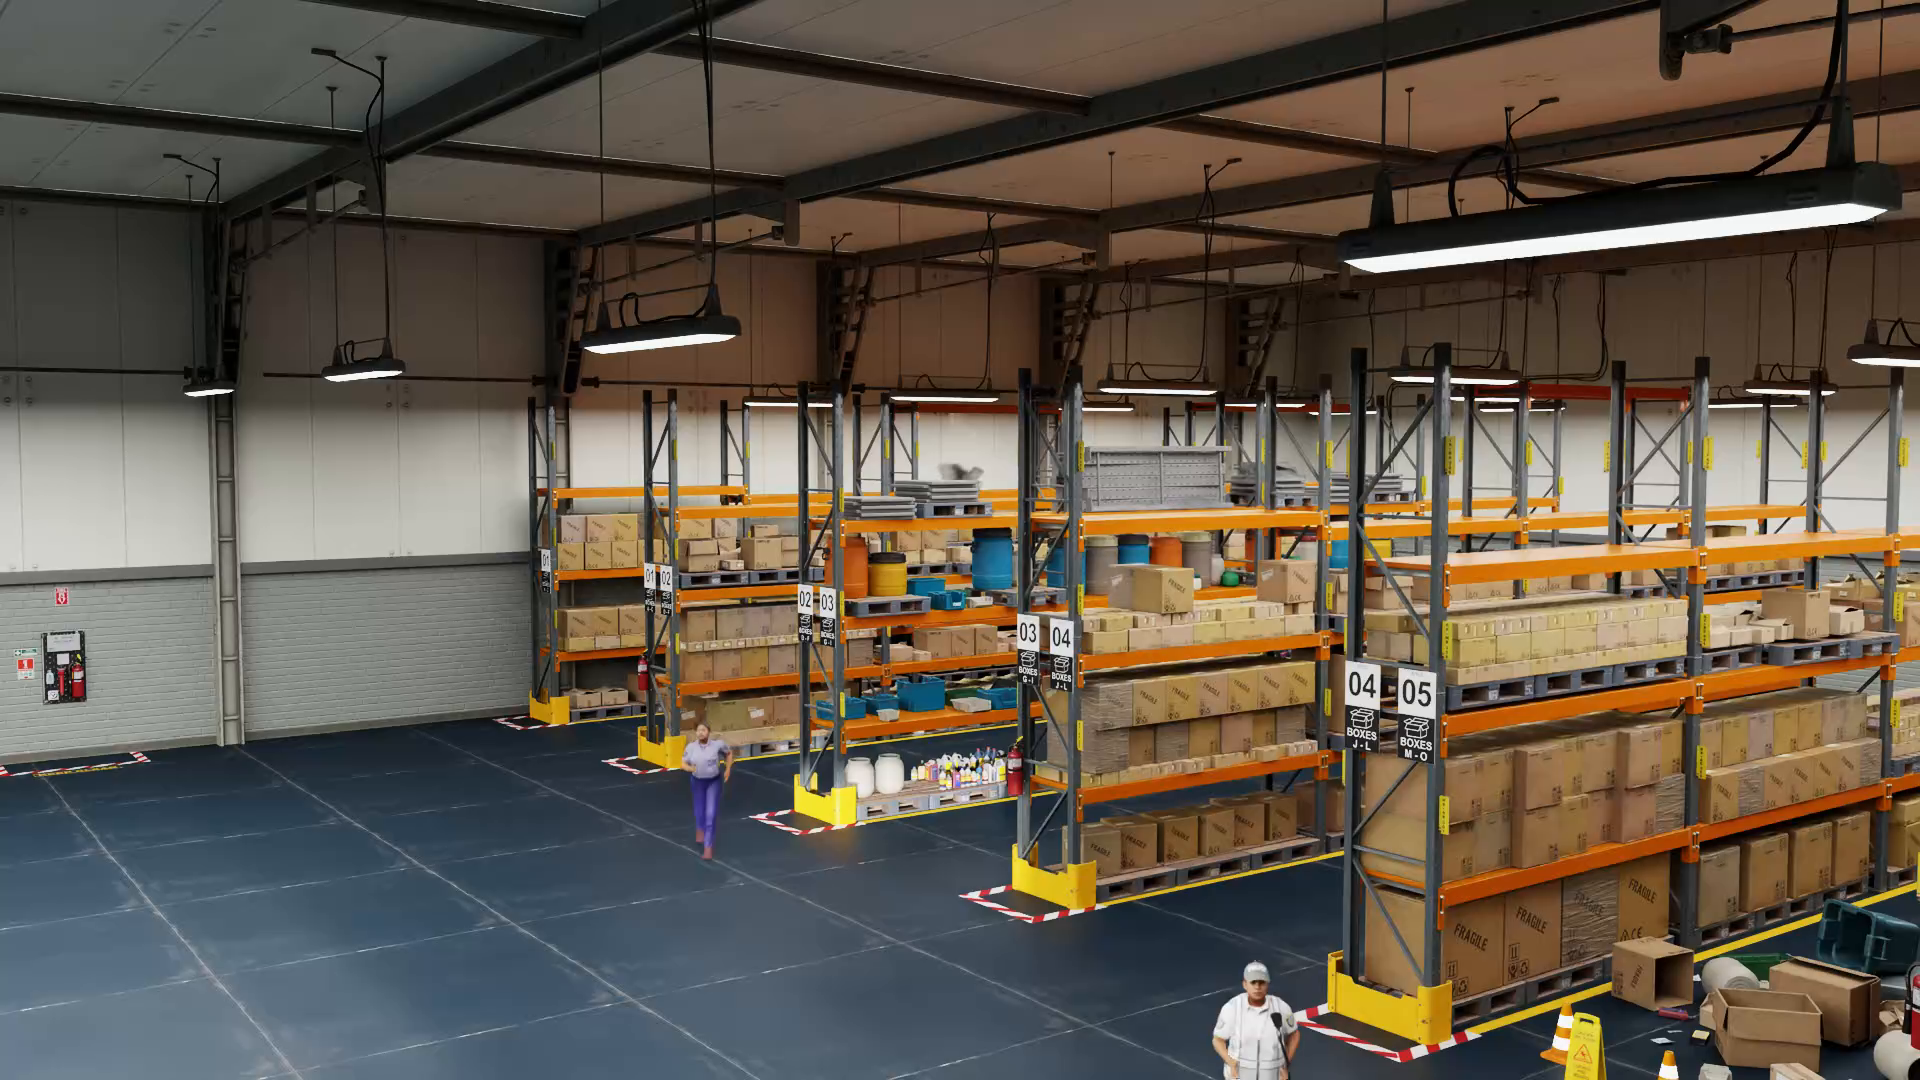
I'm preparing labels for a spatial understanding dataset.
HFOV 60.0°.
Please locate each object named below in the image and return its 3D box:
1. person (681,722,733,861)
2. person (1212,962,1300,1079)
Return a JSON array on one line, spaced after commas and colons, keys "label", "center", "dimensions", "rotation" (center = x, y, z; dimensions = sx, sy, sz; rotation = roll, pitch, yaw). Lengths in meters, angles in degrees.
[{"label": "person", "center": [-3.186, 3.110, 20.944], "dimensions": [0.614, 1.679, 0.930], "rotation": [0, 3, 3]}, {"label": "person", "center": [2.019, 3.683, 11.301], "dimensions": [0.601, 1.619, 0.564], "rotation": [0, 3, 6]}]
